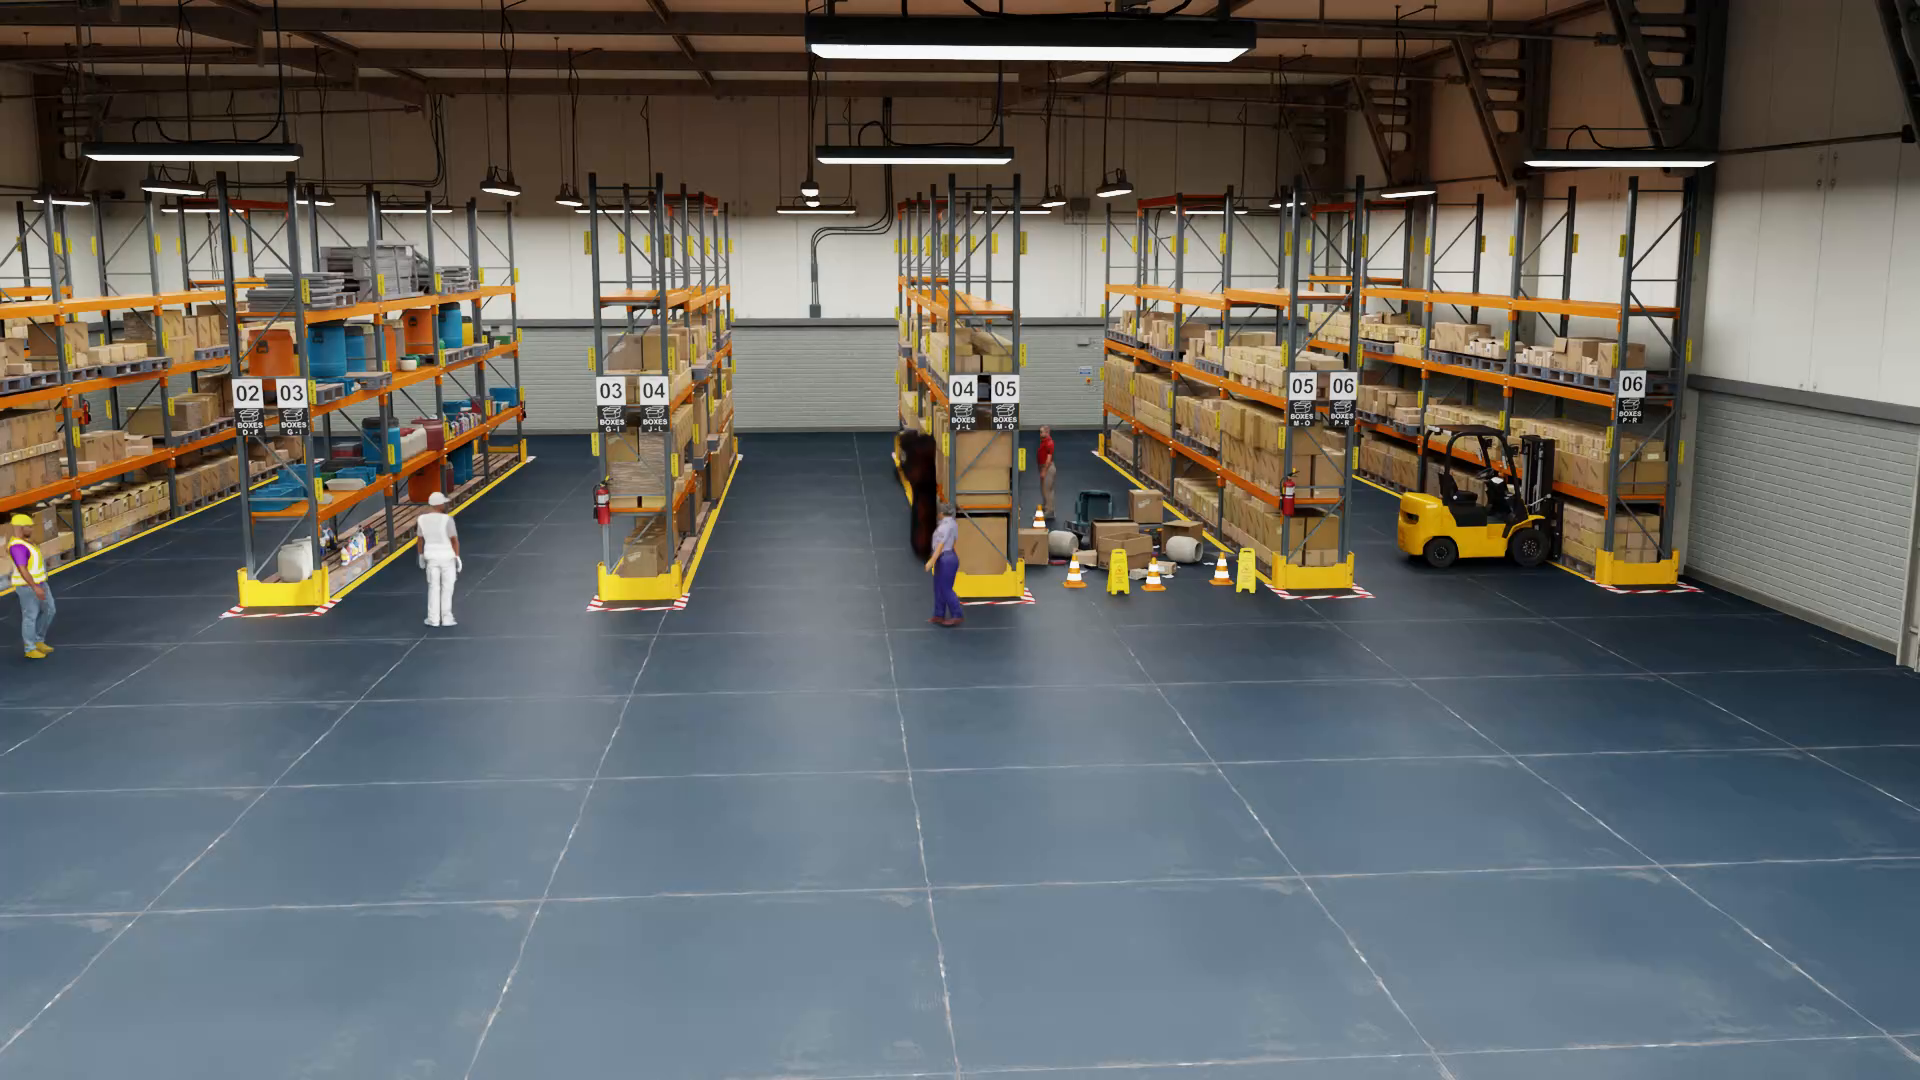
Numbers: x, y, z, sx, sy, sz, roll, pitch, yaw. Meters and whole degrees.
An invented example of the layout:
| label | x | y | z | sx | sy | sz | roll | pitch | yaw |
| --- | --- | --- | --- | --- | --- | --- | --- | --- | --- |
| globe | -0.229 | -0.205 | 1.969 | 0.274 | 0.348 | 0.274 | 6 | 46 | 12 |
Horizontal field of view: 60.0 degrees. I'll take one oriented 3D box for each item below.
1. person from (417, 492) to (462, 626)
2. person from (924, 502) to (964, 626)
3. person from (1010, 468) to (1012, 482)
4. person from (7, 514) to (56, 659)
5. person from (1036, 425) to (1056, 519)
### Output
| label | x | y | z | sx | sy | sz | roll | pitch | yaw |
| --- | --- | --- | --- | --- | --- | --- | --- | --- | --- |
| person | -6.928 | 0.262 | 22.126 | 0.636 | 1.813 | 0.388 | 1 | 10 | 8 |
| person | -0.223 | 0.330 | 22.184 | 0.517 | 1.679 | 0.490 | -1 | 10 | -7 |
| person | 1.017 | -2.132 | 35.646 | 0.498 | 1.794 | 0.627 | 0 | 10 | -2 |
| person | -11.416 | 0.559 | 20.455 | 0.608 | 1.776 | 0.632 | 0 | 10 | 1 |
| person | 1.587 | -1.262 | 30.832 | 0.391 | 1.733 | 0.553 | 0 | 10 | -1 |
